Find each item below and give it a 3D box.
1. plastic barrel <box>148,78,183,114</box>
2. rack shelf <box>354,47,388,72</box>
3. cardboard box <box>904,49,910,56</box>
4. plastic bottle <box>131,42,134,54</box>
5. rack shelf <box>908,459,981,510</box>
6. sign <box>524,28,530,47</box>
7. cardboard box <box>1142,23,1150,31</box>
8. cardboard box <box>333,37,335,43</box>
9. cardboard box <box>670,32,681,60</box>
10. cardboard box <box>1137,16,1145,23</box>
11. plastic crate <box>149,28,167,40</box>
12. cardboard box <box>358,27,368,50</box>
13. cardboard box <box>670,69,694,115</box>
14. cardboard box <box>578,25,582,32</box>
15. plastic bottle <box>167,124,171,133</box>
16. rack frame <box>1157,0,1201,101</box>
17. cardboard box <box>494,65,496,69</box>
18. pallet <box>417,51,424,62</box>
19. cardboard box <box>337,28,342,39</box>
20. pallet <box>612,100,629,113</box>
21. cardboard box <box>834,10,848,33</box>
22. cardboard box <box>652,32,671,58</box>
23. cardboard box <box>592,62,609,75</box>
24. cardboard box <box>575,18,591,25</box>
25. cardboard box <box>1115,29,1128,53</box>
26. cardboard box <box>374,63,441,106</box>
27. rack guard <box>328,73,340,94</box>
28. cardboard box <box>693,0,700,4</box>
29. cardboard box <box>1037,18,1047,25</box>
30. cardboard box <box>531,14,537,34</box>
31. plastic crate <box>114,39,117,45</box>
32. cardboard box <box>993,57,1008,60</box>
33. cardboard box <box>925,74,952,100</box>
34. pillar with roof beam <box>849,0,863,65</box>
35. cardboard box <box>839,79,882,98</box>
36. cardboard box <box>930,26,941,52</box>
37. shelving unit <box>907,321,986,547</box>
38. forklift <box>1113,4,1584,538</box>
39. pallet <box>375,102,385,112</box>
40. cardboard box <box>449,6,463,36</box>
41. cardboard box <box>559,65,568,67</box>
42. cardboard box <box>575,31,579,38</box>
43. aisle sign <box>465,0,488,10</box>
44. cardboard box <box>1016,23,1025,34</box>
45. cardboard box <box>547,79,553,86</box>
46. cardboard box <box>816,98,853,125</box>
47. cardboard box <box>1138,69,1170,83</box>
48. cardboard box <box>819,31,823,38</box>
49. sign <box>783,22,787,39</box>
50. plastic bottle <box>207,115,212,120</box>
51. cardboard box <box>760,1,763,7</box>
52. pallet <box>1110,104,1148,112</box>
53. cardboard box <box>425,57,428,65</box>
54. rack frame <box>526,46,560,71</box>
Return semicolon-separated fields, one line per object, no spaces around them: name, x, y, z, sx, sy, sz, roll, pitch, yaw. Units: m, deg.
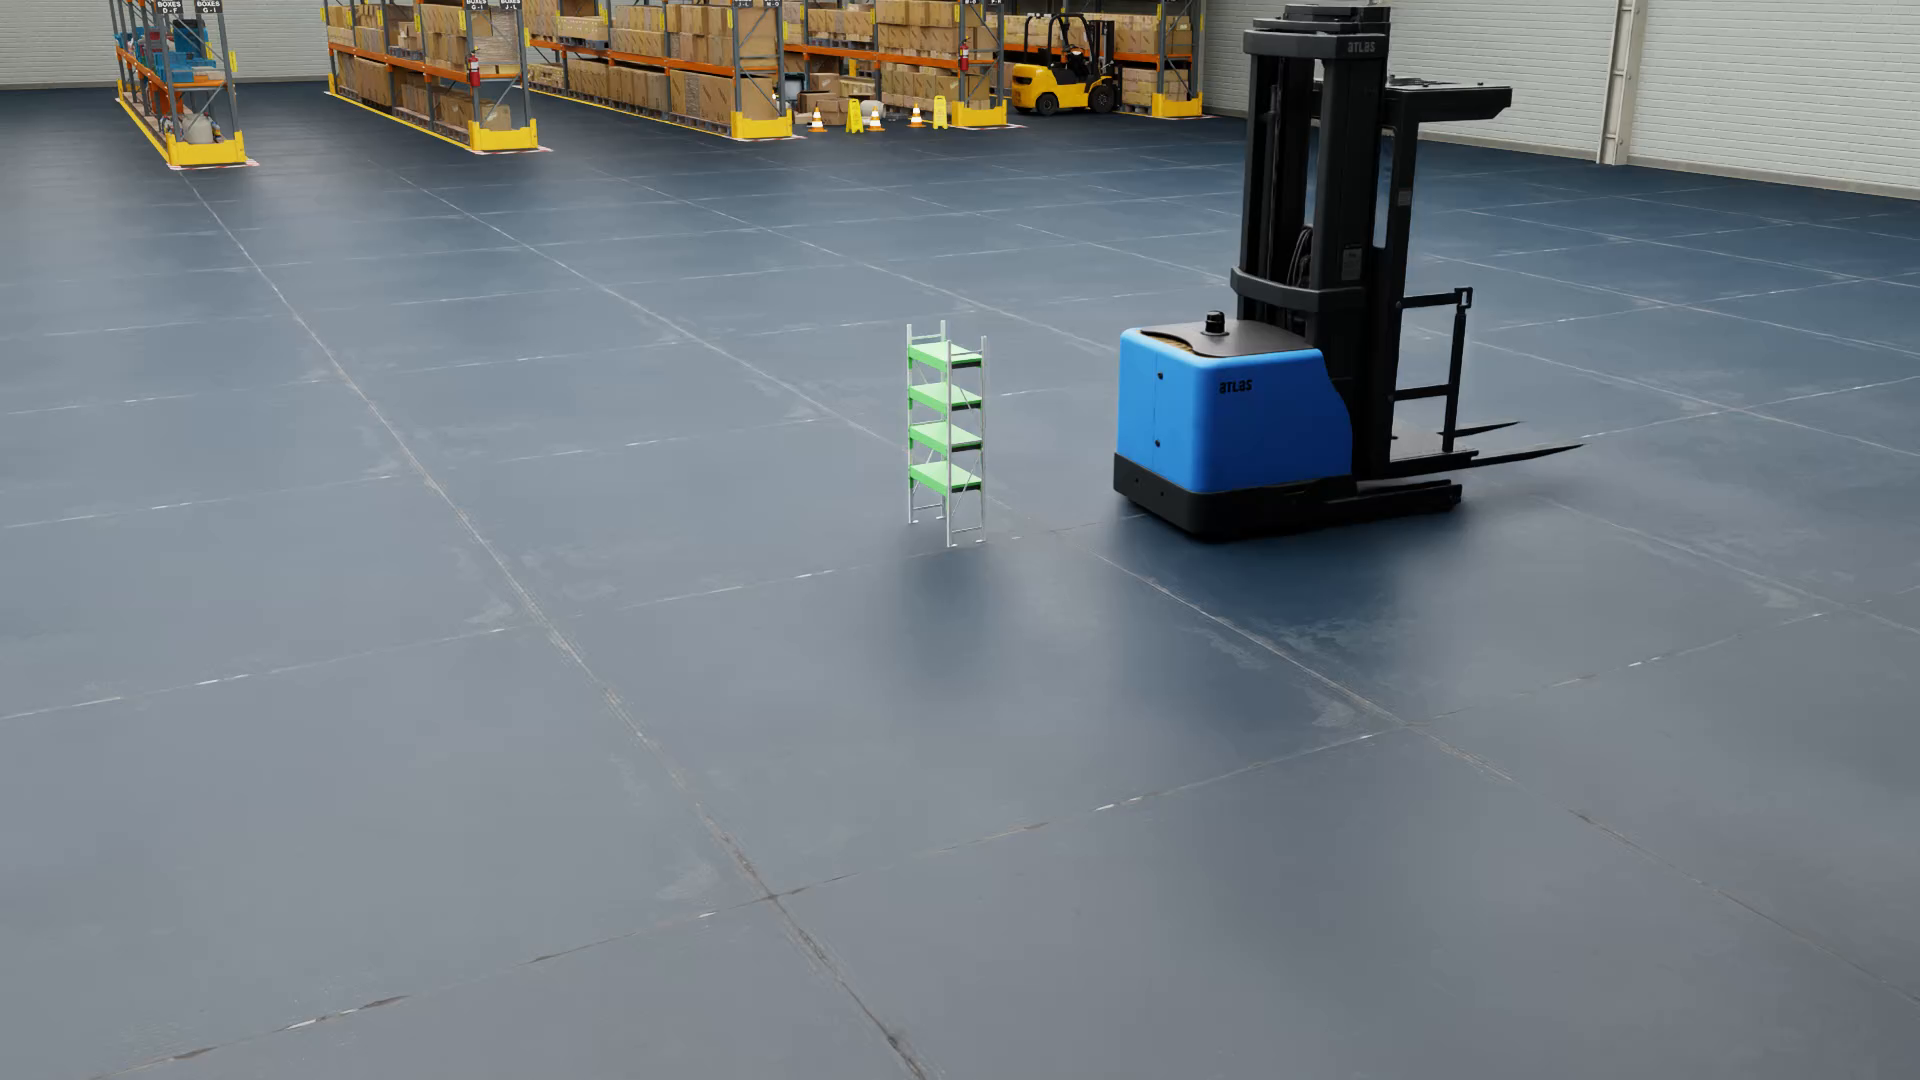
plastic barrel;-16.687;-9.392;34.933;0.600;0.830;0.708;-10;21;-27
rack shelf;-13.030;-11.082;38.253;1.077;0.370;4.000;-10;21;-27
cardboard box;-0.993;-10.608;36.159;0.380;0.149;0.250;-10;21;-26
plastic bottle;-17.740;-10.580;35.768;0.144;0.351;0.185;-10;21;-27
rack shelf;-0.079;-0.327;9.673;0.258;0.148;0.480;-10;21;-27
sign;-7.804;-9.045;29.919;0.100;0.325;0.005;-10;21;-27
cardboard box;4.248;-11.336;36.736;0.380;0.149;0.250;-10;21;-26
cardboard box;-15.631;-12.652;42.082;0.380;0.149;0.250;-10;22;-27
cardboard box;-5.582;-10.406;34.960;0.875;0.550;0.550;-10;21;-27
cardboard box;4.158;-11.558;36.925;0.380;0.149;0.250;-9;21;-25
plastic crate;-18.542;-11.583;38.411;0.402;0.464;0.583;-10;21;-27
cardboard box;-13.742;-11.729;38.870;0.500;0.500;0.500;-10;21;-27
cardboard box;-5.531;-9.442;35.010;0.875;0.875;0.875;-10;21;-26
cardboard box;-8.917;-12.249;39.817;0.380;0.149;0.250;-9;21;-25
plastic bottle;-13.970;-7.199;29.384;0.061;0.283;0.133;-9;21;-25
rack frame;4.806;-10.857;36.496;1.000;3.000;0.127;-10;21;-27
cardboard box;-8.309;-8.627;30.418;0.380;0.149;0.250;-10;21;-27
pallet;-10.416;-9.851;33.876;1.003;0.211;1.213;-10;21;-27
cardboard box;-15.149;-12.593;41.302;0.500;0.250;0.500;-10;22;-28
pallet;-7.359;-10.031;38.379;1.003;0.211;1.213;-10;21;-27
cardboard box;-2.607;-12.160;39.020;0.500;0.500;0.500;-11;22;-29
cardboard box;-6.251;-10.595;35.584;0.500;0.500;0.500;-10;21;-27
cardboard box;-8.472;-11.258;39.697;0.500;0.250;0.500;-10;21;-26
cardboard box;-9.039;-12.465;39.985;0.380;0.149;0.250;-9;21;-25
cardboard box;3.860;-11.302;37.633;0.500;0.500;0.500;-10;22;-28
cardboard box;-12.390;-10.244;37.333;1.225;0.875;0.875;-11;22;-29
rack guard;-15.891;-11.970;43.555;1.175;0.500;0.348;-10;21;-27
cardboard box;-7.181;-15.018;46.869;0.500;0.500;0.500;-11;22;-28
cardboard box;2.099;-12.627;40.479;0.380;0.149;0.250;-11;22;-28
cardboard box;-10.998;-13.608;43.860;0.500;0.500;0.500;-10;21;-26
plastic crate;-20.331;-12.055;40.280;0.250;0.136;0.298;-10;21;-27
cardboard box;1.034;-12.675;43.959;0.380;0.149;0.250;-9;21;-24
cardboard box;-0.421;-9.679;35.504;0.500;0.500;0.500;-9;21;-25
pillar with roof beam;-7.067;-18.533;49.543;9.100;9.000;0.400;-10;21;-27
cardboard box;-2.387;-10.747;39.562;0.950;0.372;0.625;-9;21;-25
cardboard box;-0.294;-10.532;34.946;0.500;0.500;0.500;-10;21;-27
shelving unit;-0.079;-0.615;9.573;0.258;1.200;0.503;-10;21;-27
forklift;2.515;-1.696;10.053;3.031;2.935;1.130;-8;21;-22
pallet;-12.964;-10.118;38.630;1.003;0.211;1.213;-10;21;-27
cardboard box;-9.003;-9.475;30.348;0.500;0.500;0.500;-10;21;-27
cardboard box;-10.417;-12.522;44.138;0.380;0.149;0.250;-11;22;-28
cardboard box;-9.043;-12.185;40.085;0.380;0.149;0.250;-11;22;-29
aisle sign;-8.516;-9.716;29.206;0.394;0.787;0.004;-10;21;-27
cardboard box;1.737;-12.714;41.341;0.500;0.250;0.500;-10;21;-26
cardboard box;-10.545;-11.944;43.373;0.380;0.149;0.250;-10;21;-27
cardboard box;-2.622;-9.019;34.997;0.637;0.503;0.797;7;20;20
cardboard box;4.313;-10.312;36.956;0.500;0.250;0.500;-9;21;-25
cardboard box;-3.174;-12.169;40.040;0.380;0.149;0.250;-12;22;-30
sign;-3.377;-9.822;32.049;0.100;0.325;0.005;-10;21;-27
plastic bottle;-13.736;-7.601;30.446;0.144;0.351;0.185;-10;21;-27
cardboard box;-4.801;-13.595;42.744;0.500;0.500;0.500;-11;22;-28
pallet;3.831;-10.101;38.582;1.003;0.211;1.213;-10;21;-27
cardboard box;-10.344;-9.473;32.871;0.380;0.149;0.250;-10;21;-27
rack frame;-11.466;-13.884;45.269;1.000;3.000;0.127;-10;21;-27
